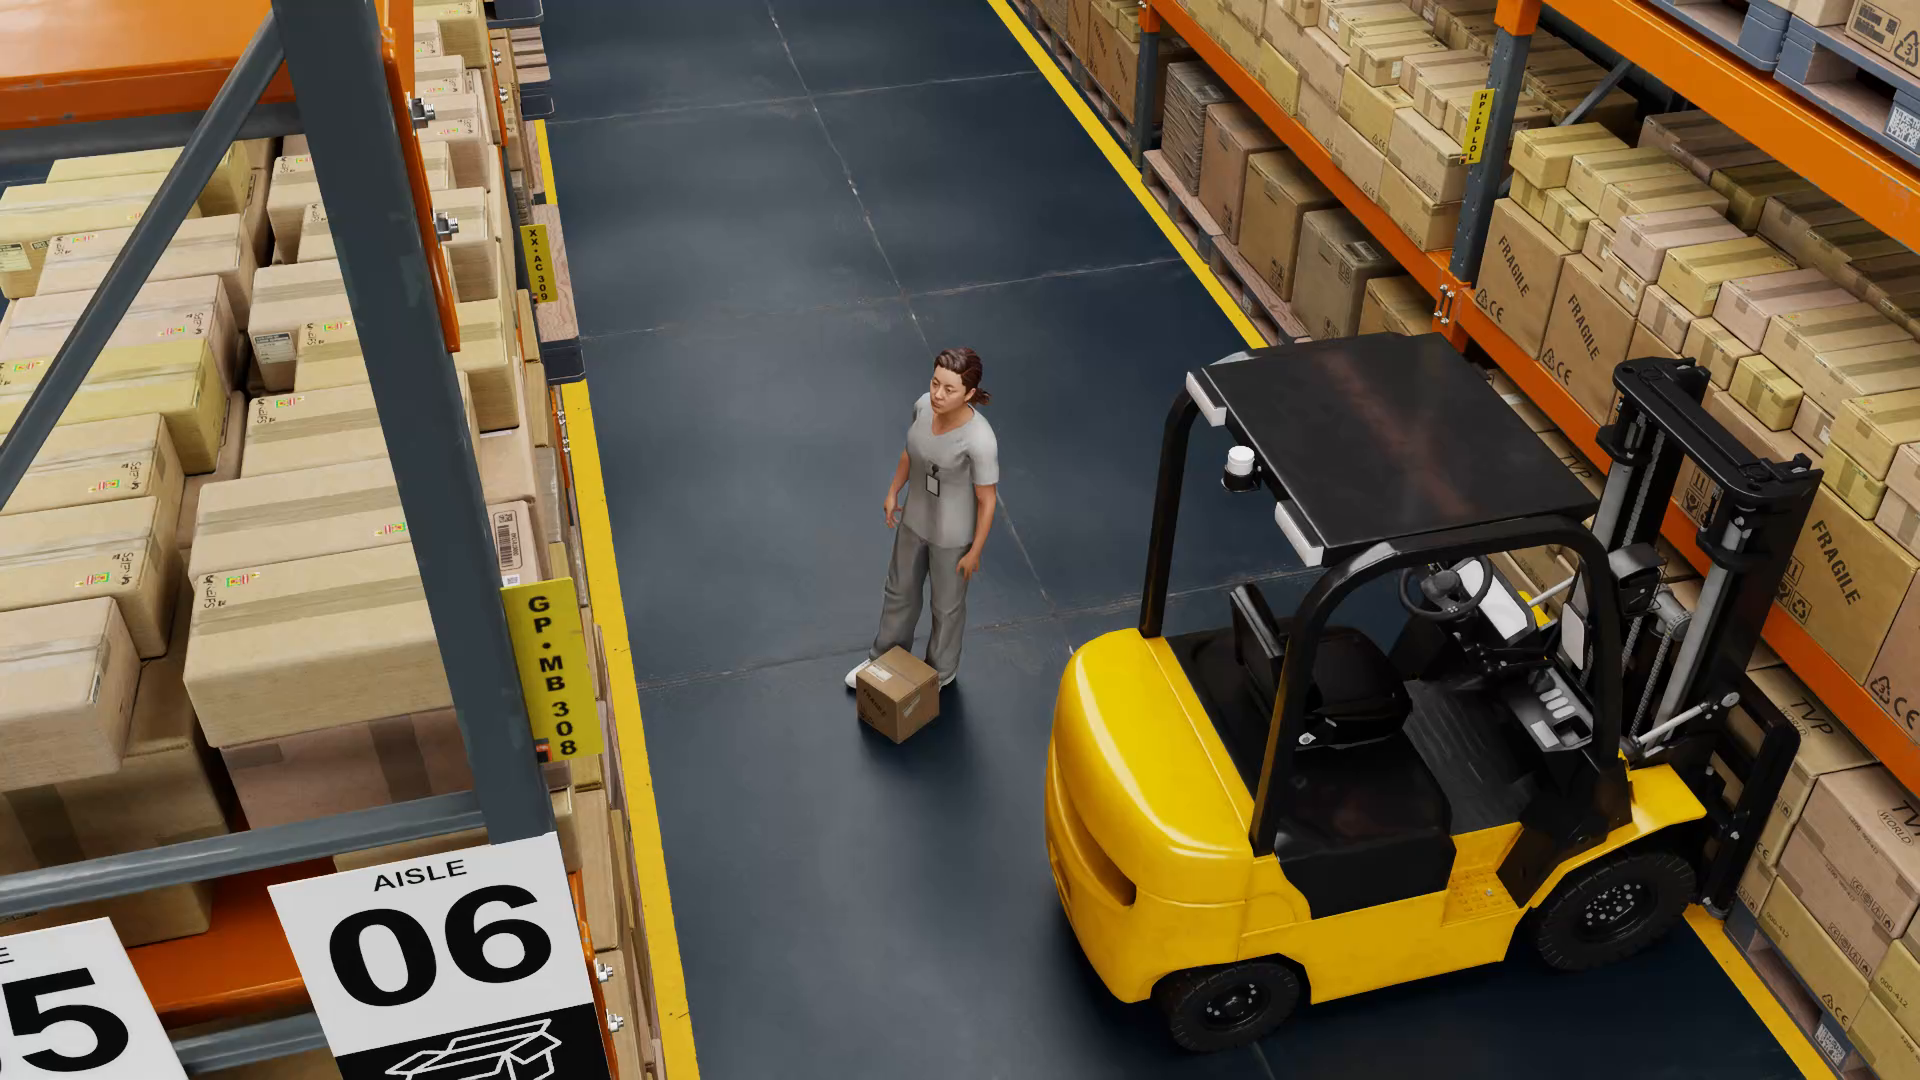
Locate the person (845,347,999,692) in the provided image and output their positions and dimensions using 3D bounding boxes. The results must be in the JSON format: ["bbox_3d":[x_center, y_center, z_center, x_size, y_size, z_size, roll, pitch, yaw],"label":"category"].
[{"bbox_3d":[-0.134,-0.022,6.729,0.549,1.675,0.550,-31,48,-33],"label":"person"}]
